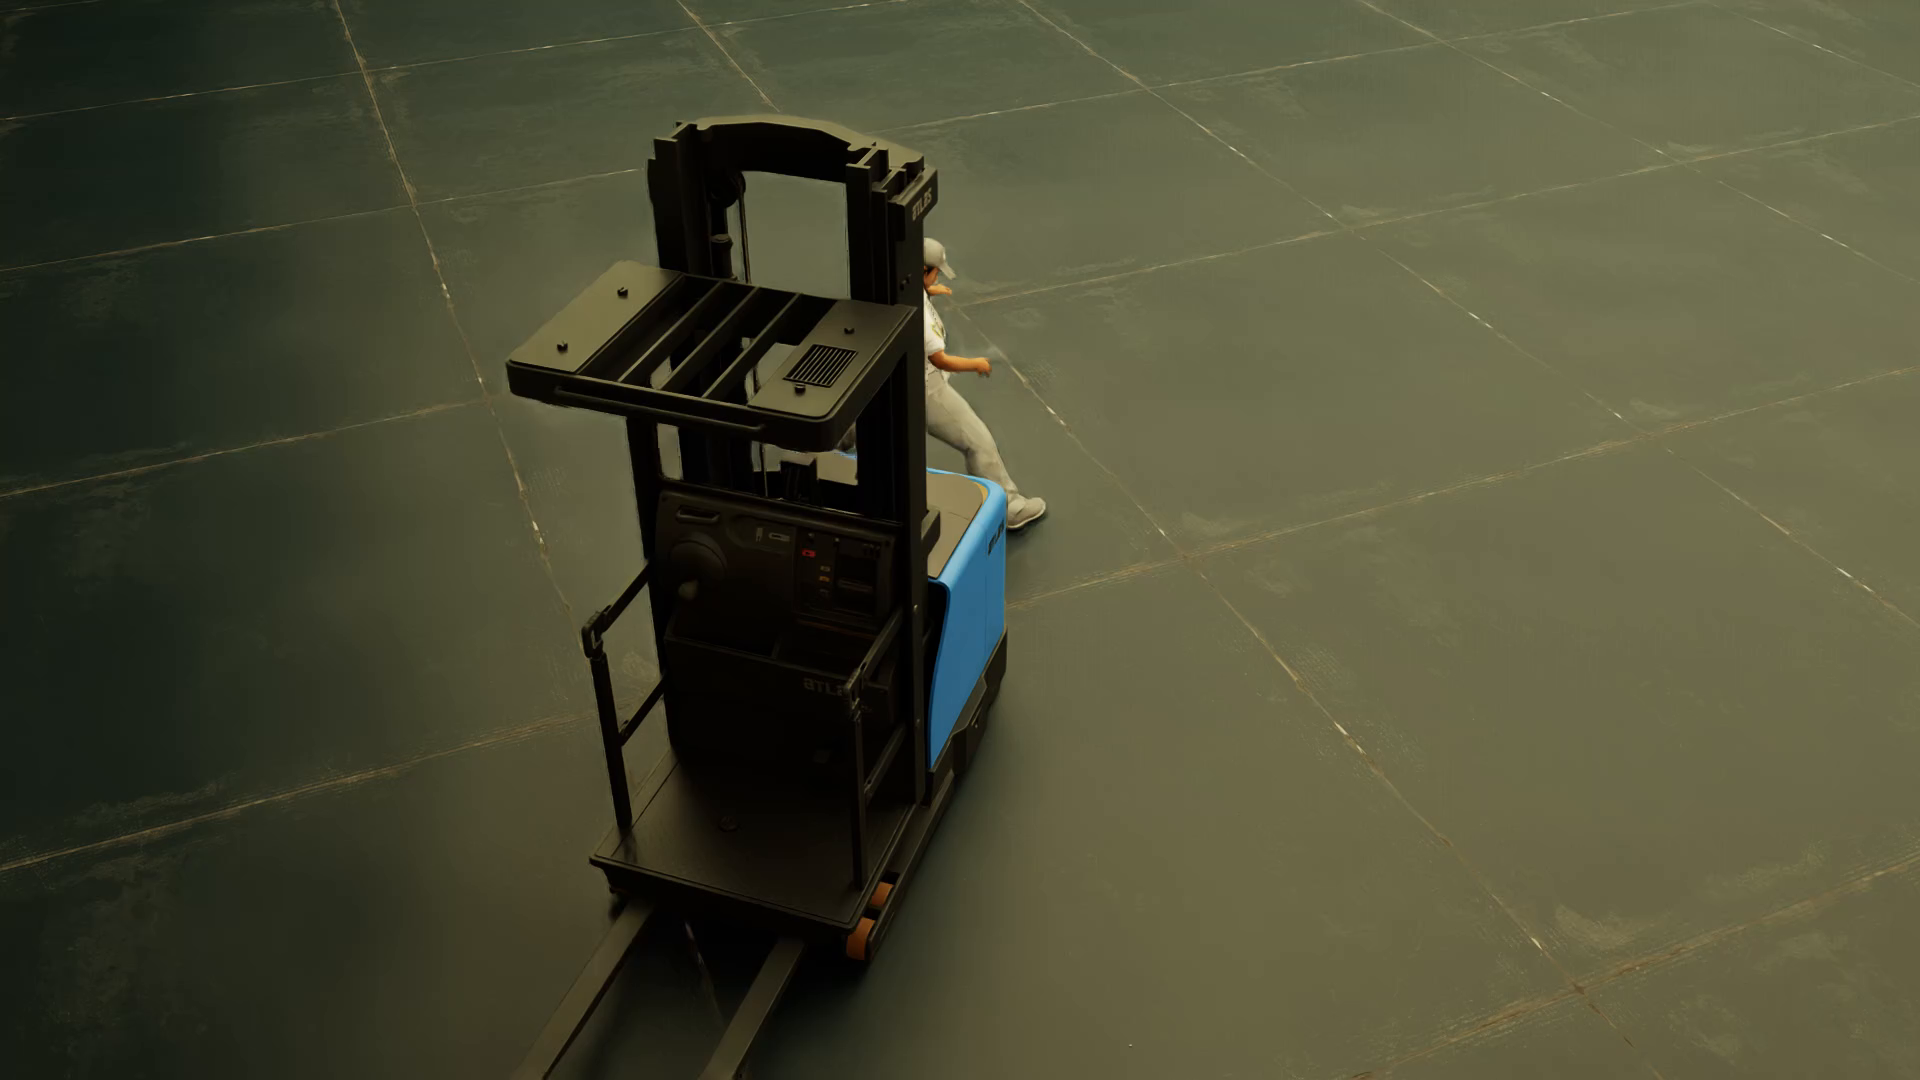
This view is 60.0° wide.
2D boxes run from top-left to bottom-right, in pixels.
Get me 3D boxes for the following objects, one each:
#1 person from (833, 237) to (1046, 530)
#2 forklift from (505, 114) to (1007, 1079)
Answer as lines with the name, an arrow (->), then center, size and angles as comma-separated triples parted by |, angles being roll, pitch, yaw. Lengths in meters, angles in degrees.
person -> -0.151, -0.910, 8.647 | 0.892, 1.478, 1.236 | -15, 38, -19
forklift -> -0.749, 0.145, 5.894 | 1.130, 2.935, 3.031 | 11, 37, 15
